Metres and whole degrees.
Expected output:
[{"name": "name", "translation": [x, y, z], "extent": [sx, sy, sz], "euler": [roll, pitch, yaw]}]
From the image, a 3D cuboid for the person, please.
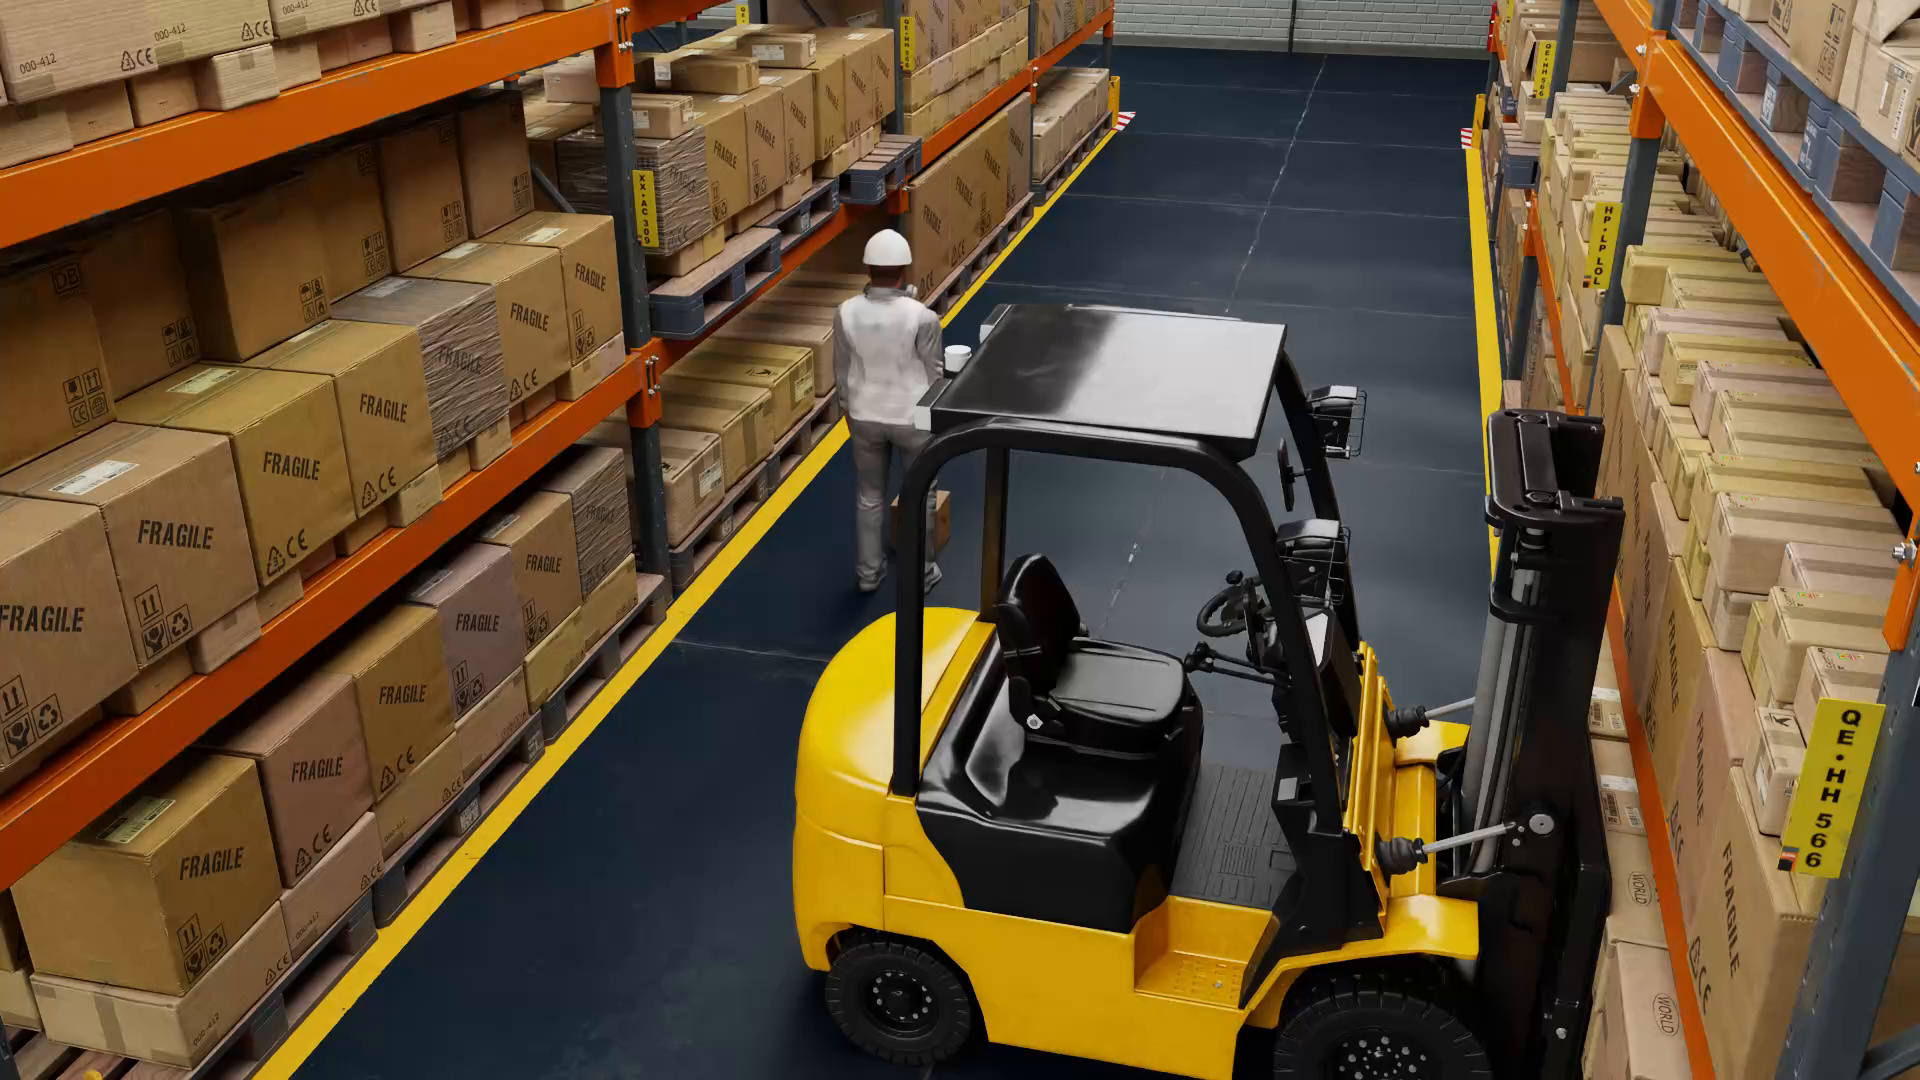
[{"name": "person", "translation": [-0.331, -0.587, 7.849], "extent": [0.534, 1.768, 0.357], "euler": [6, 26, 13]}]
